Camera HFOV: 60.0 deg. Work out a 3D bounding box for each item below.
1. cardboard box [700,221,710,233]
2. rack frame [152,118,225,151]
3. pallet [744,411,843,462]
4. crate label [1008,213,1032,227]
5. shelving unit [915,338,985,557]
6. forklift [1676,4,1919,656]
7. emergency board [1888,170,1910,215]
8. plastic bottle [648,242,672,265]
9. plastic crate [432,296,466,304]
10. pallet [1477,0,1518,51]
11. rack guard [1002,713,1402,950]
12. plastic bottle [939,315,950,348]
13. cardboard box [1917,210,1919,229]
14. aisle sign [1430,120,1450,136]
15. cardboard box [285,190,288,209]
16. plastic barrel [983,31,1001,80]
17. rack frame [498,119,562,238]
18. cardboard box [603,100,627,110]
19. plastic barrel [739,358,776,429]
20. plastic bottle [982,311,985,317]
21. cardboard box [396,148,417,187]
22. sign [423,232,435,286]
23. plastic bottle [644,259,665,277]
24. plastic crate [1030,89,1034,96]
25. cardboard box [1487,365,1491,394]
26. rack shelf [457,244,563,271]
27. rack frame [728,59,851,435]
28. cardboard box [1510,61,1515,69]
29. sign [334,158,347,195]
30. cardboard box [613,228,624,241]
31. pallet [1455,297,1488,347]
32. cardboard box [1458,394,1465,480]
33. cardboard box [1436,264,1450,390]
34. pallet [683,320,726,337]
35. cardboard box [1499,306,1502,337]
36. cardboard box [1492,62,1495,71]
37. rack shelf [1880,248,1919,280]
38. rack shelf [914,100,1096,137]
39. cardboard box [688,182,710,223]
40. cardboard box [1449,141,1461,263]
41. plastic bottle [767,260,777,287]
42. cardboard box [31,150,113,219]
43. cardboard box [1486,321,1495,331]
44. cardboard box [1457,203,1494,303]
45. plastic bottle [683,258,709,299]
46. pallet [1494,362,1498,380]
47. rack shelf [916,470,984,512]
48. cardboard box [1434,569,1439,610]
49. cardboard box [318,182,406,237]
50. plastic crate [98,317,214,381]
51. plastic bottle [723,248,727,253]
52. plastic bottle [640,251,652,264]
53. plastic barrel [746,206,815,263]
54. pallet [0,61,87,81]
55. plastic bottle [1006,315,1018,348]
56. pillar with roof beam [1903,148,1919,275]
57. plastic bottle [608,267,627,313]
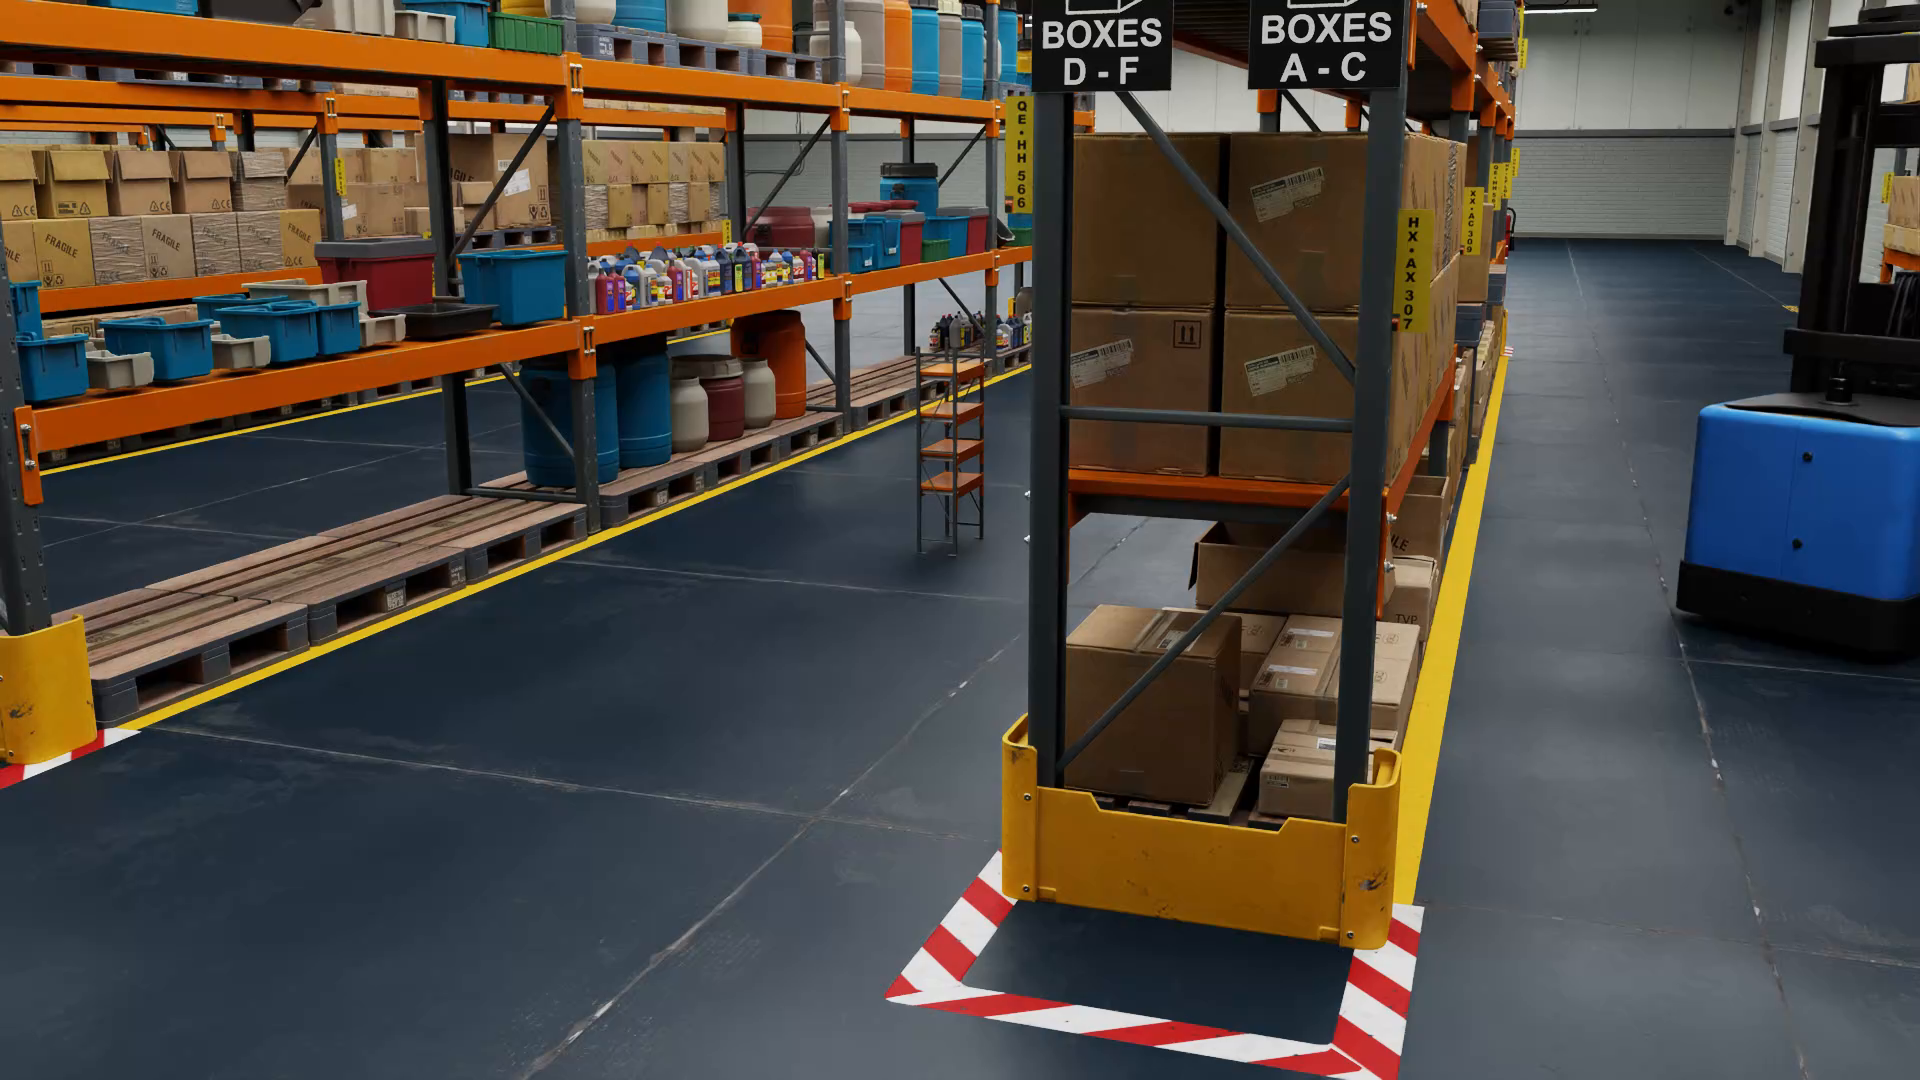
[{"bbox_3d":[-3.510,-4.113,21.832,0.380,0.149,0.250,4,14,18],"label":"cardboard box"},{"bbox_3d":[-9.454,-3.956,20.577,1.000,3.000,0.127,4,14,18],"label":"rack frame"},{"bbox_3d":[-1.617,-0.850,13.237,1.003,0.211,1.213,4,14,18],"label":"pallet"},{"bbox_3d":[0.848,-3.673,19.260,0.502,0.435,0.616,4,14,18],"label":"crate label"},{"bbox_3d":[-0.054,-0.550,9.702,0.258,1.200,0.503,4,14,18],"label":"shelving unit"},{"bbox_3d":[4.994,-1.148,8.430,3.031,2.935,1.130,-10,16,-38],"label":"forklift"},{"bbox_3d":[13.931,-4.921,24.806,0.194,1.169,0.643,4,14,18],"label":"emergency board"},{"bbox_3d":[-2.164,-1.978,12.026,0.144,0.351,0.185,4,14,18],"label":"plastic bottle"},{"bbox_3d":[-2.981,-1.349,9.616,0.396,0.136,0.243,4,14,18],"label":"plastic crate"},{"bbox_3d":[2.268,-2.682,8.678,1.213,0.211,1.003,4,14,18],"label":"pallet"},{"bbox_3d":[0.721,0.866,5.069,1.175,0.500,0.348,4,14,18],"label":"rack guard"},{"bbox_3d":[-0.171,-2.300,18.288,0.144,0.351,0.185,4,13,17],"label":"plastic bottle"},{"bbox_3d":[9.624,-3.252,16.100,0.500,0.500,0.500,5,14,20],"label":"cardboard box"},{"bbox_3d":[5.605,-5.009,19.349,0.394,0.787,0.004,4,14,18],"label":"aisle sign"},{"bbox_3d":[-9.189,-4.225,21.419,0.875,0.550,0.550,4,14,18],"label":"cardboard box"},{"bbox_3d":[0.218,-5.019,17.299,0.421,0.512,0.421,0,13,0],"label":"plastic barrel"},{"bbox_3d":[-4.793,-3.577,18.919,1.000,3.000,0.127,4,14,18],"label":"rack frame"},{"bbox_3d":[-4.239,-5.154,19.426,0.500,0.250,0.500,4,14,18],"label":"cardboard box"},{"bbox_3d":[-1.641,-1.141,12.891,0.421,0.512,0.421,0,13,0],"label":"plastic barrel"},{"bbox_3d":[0.306,-2.588,19.727,0.097,0.271,0.097,0,13,0],"label":"plastic bottle"},{"bbox_3d":[-8.316,-5.322,23.800,0.875,0.550,0.550,4,14,18],"label":"cardboard box"},{"bbox_3d":[-3.215,-1.711,10.122,0.100,0.325,0.005,4,14,18],"label":"sign"},{"bbox_3d":[-2.029,-1.752,11.200,0.152,0.276,0.135,4,14,18],"label":"plastic bottle"},{"bbox_3d":[0.661,-4.892,18.416,0.336,0.188,0.450,4,14,18],"label":"plastic crate"},{"bbox_3d":[4.389,-1.405,14.638,0.500,0.250,0.500,5,14,20],"label":"cardboard box"},{"bbox_3d":[-5.440,-2.805,17.154,1.077,0.370,4.000,4,14,18],"label":"rack shelf"},{"bbox_3d":[-1.401,-2.378,13.667,1.000,3.000,0.127,4,14,18],"label":"rack frame"},{"bbox_3d":[4.991,-4.734,15.765,0.500,0.500,0.500,6,14,23],"label":"cardboard box"},{"bbox_3d":[-5.561,-3.260,14.929,0.100,0.325,0.005,4,14,18],"label":"sign"},{"bbox_3d":[-4.219,-3.638,19.750,0.380,0.149,0.250,4,14,18],"label":"cardboard box"},{"bbox_3d":[2.352,-1.245,9.135,1.003,0.211,1.213,4,14,18],"label":"pallet"},{"bbox_3d":[3.036,-0.694,10.916,0.500,0.500,0.500,4,13,16],"label":"cardboard box"},{"bbox_3d":[1.742,-0.887,6.907,0.500,0.500,0.500,5,14,20],"label":"cardboard box"},{"bbox_3d":[-3.820,-2.875,22.111,1.003,0.211,1.213,4,14,18],"label":"pallet"},{"bbox_3d":[5.349,-2.379,17.218,0.500,0.500,0.500,4,14,18],"label":"cardboard box"},{"bbox_3d":[3.175,-3.438,11.343,0.910,0.500,0.500,4,14,18],"label":"cardboard box"},{"bbox_3d":[9.914,-2.578,16.157,1.077,0.370,4.000,4,14,18],"label":"rack shelf"},{"bbox_3d":[0.540,-4.753,18.948,1.077,0.370,4.000,4,14,18],"label":"rack shelf"},{"bbox_3d":[-3.751,-4.385,21.567,0.875,0.500,0.500,4,14,18],"label":"cardboard box"},{"bbox_3d":[1.909,-1.482,7.267,0.500,0.500,0.500,4,13,17],"label":"cardboard box"},{"bbox_3d":[-1.415,-1.992,12.419,0.097,0.201,0.097,0,13,0],"label":"plastic bottle"},{"bbox_3d":[-6.950,-2.709,12.638,0.797,0.503,0.637,5,14,19],"label":"cardboard box"},{"bbox_3d":[4.719,-1.895,15.524,0.500,0.311,0.500,4,14,18],"label":"cardboard box"},{"bbox_3d":[2.355,-1.516,8.720,0.700,0.500,0.500,0,13,-1],"label":"cardboard box"},{"bbox_3d":[-1.810,-1.789,11.366,0.152,0.276,0.135,4,14,18],"label":"plastic bottle"},{"bbox_3d":[5.269,-1.926,17.951,1.003,0.211,1.213,4,14,18],"label":"pallet"},{"bbox_3d":[-0.054,-0.291,9.761,0.258,0.148,0.480,4,14,18],"label":"rack shelf"},{"bbox_3d":[2.010,0.220,7.699,0.380,0.149,0.250,4,14,18],"label":"cardboard box"},{"bbox_3d":[-5.865,-3.230,16.229,0.700,0.500,0.500,7,14,27],"label":"cardboard box"},{"bbox_3d":[-3.385,-0.808,7.030,0.416,0.233,0.300,4,14,18],"label":"plastic crate"},{"bbox_3d":[-1.910,-2.225,13.286,0.097,0.271,0.097,0,13,0],"label":"plastic bottle"},{"bbox_3d":[-2.296,-1.958,12.104,0.152,0.276,0.135,4,14,18],"label":"plastic bottle"},{"bbox_3d":[-1.538,-2.564,14.176,0.600,0.536,0.708,4,14,18],"label":"plastic barrel"},{"bbox_3d":[-7.132,-3.458,12.088,0.805,0.209,1.217,4,13,16],"label":"pallet"},{"bbox_3d":[0.547,-2.284,18.217,0.144,0.351,0.185,5,14,20],"label":"plastic bottle"},{"bbox_3d":[9.021,-7.638,23.229,9.100,9.000,0.400,4,14,18],"label":"pillar with roof beam"},{"bbox_3d":[-2.130,-1.554,10.317,0.061,0.283,0.133,4,14,18],"label":"plastic bottle"}]
